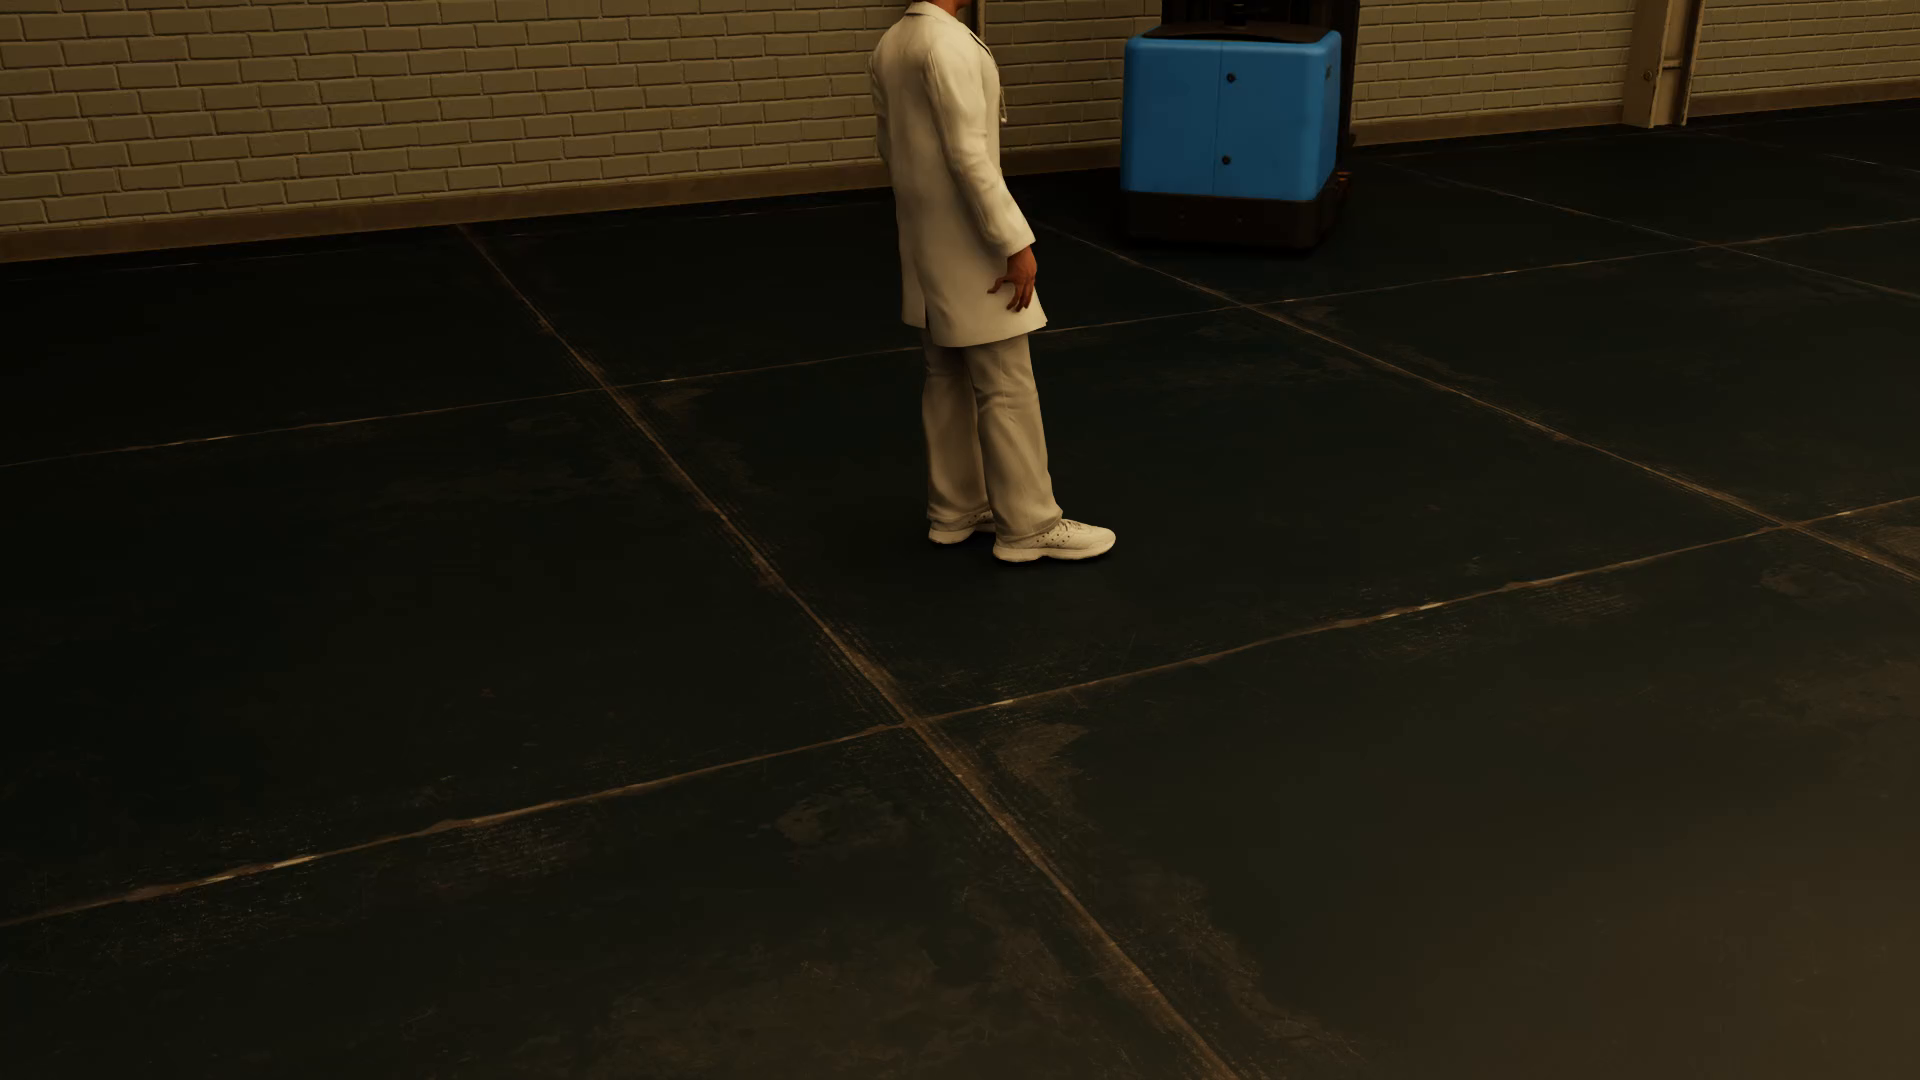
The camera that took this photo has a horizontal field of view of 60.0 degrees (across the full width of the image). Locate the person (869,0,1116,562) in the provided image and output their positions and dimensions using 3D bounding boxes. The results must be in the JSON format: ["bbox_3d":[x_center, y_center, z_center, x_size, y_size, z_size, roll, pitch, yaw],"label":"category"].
[{"bbox_3d":[0.085,-0.841,4.796,0.578,1.777,0.696,-10,25,-23],"label":"person"}]

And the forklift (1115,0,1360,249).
[{"bbox_3d":[1.755,-3.386,9.437,1.130,2.935,3.031,7,24,16],"label":"forklift"}]
